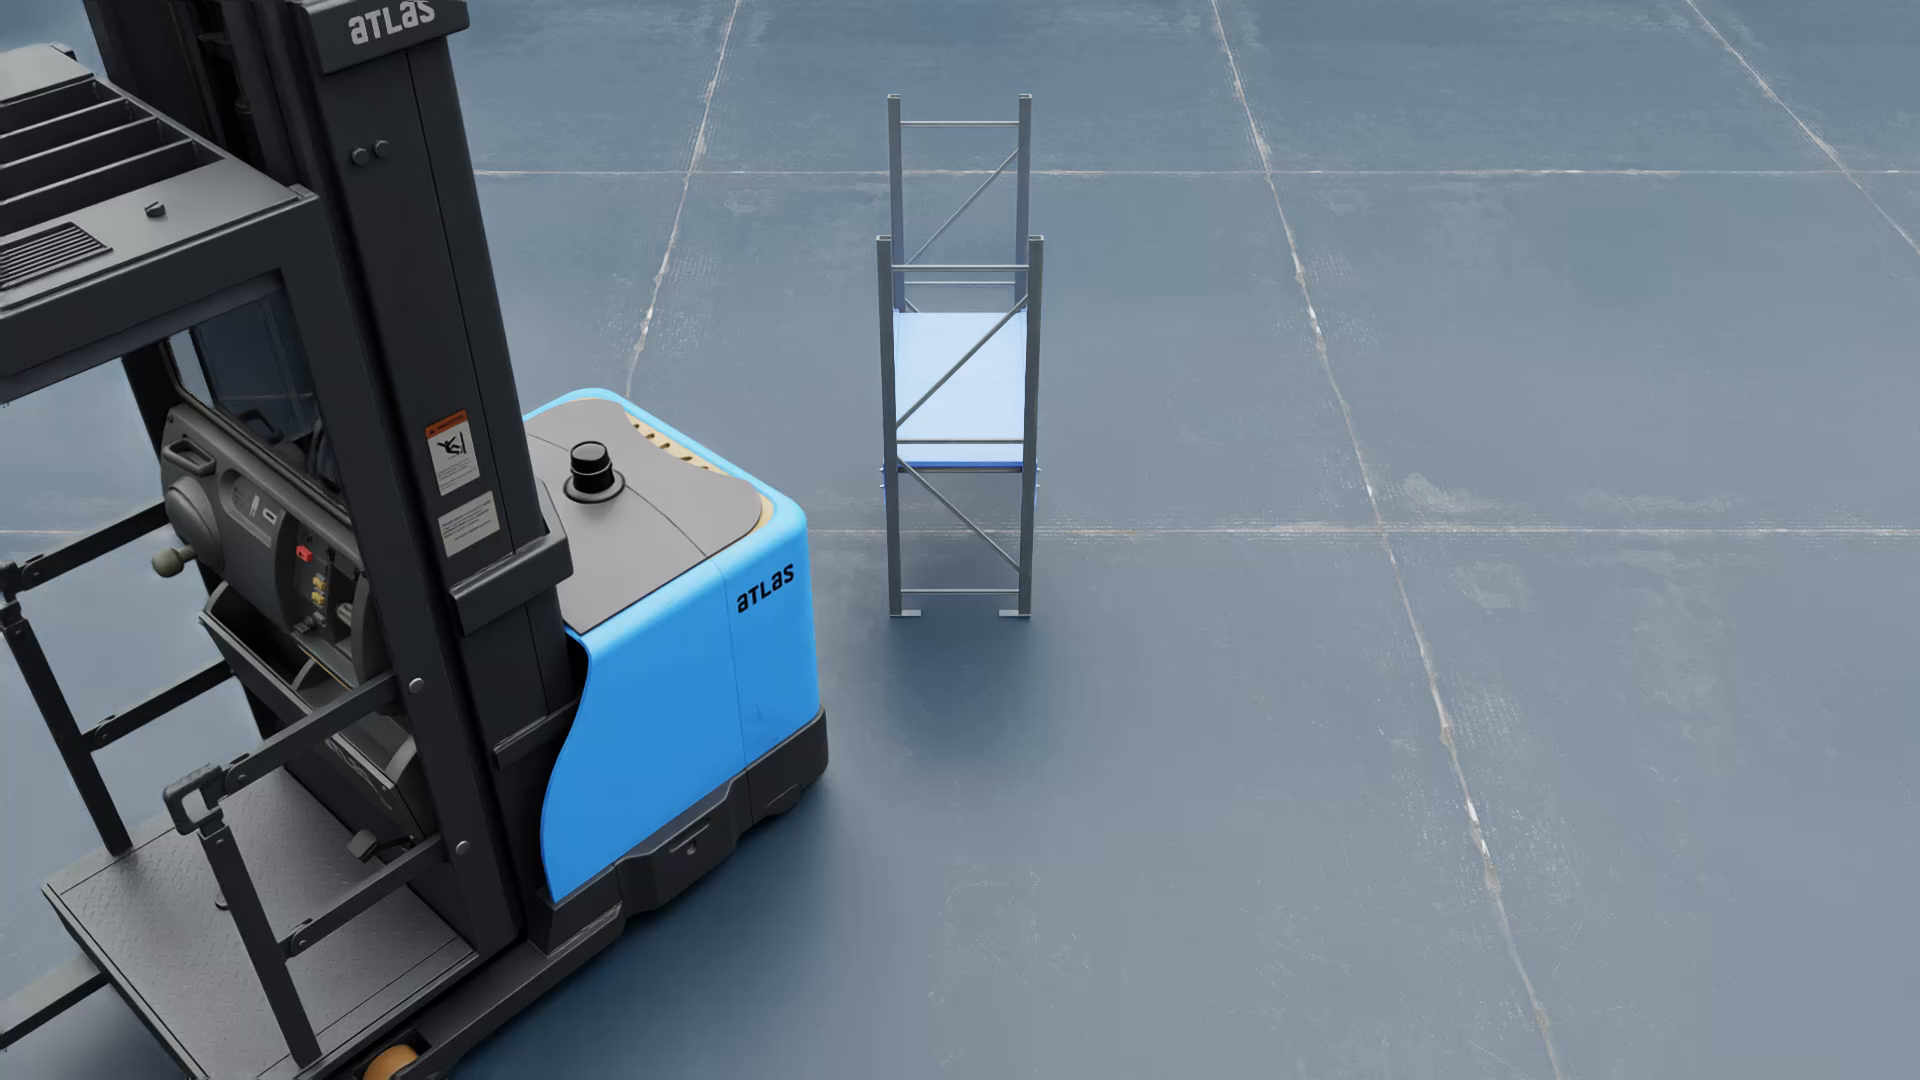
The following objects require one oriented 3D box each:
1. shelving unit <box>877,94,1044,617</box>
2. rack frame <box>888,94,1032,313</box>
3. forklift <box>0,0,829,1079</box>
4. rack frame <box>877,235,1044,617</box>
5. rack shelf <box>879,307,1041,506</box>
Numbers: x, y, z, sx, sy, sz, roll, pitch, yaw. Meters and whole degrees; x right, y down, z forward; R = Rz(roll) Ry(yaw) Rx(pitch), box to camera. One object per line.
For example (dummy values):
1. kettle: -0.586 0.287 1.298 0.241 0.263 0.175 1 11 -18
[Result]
1. shelving unit: 0.000 -0.639 5.848 0.538 1.500 1.048 0 39 0
2. rack frame: -0.001 -0.956 6.244 0.500 1.500 0.032 0 39 0
3. forklift: -1.784 0.079 3.808 1.130 2.935 3.031 30 47 32
4. rack frame: 0.000 -0.321 5.451 0.500 1.500 0.032 0 39 0
5. rack shelf: 0.000 -0.498 5.960 0.538 0.185 1.000 0 39 0
